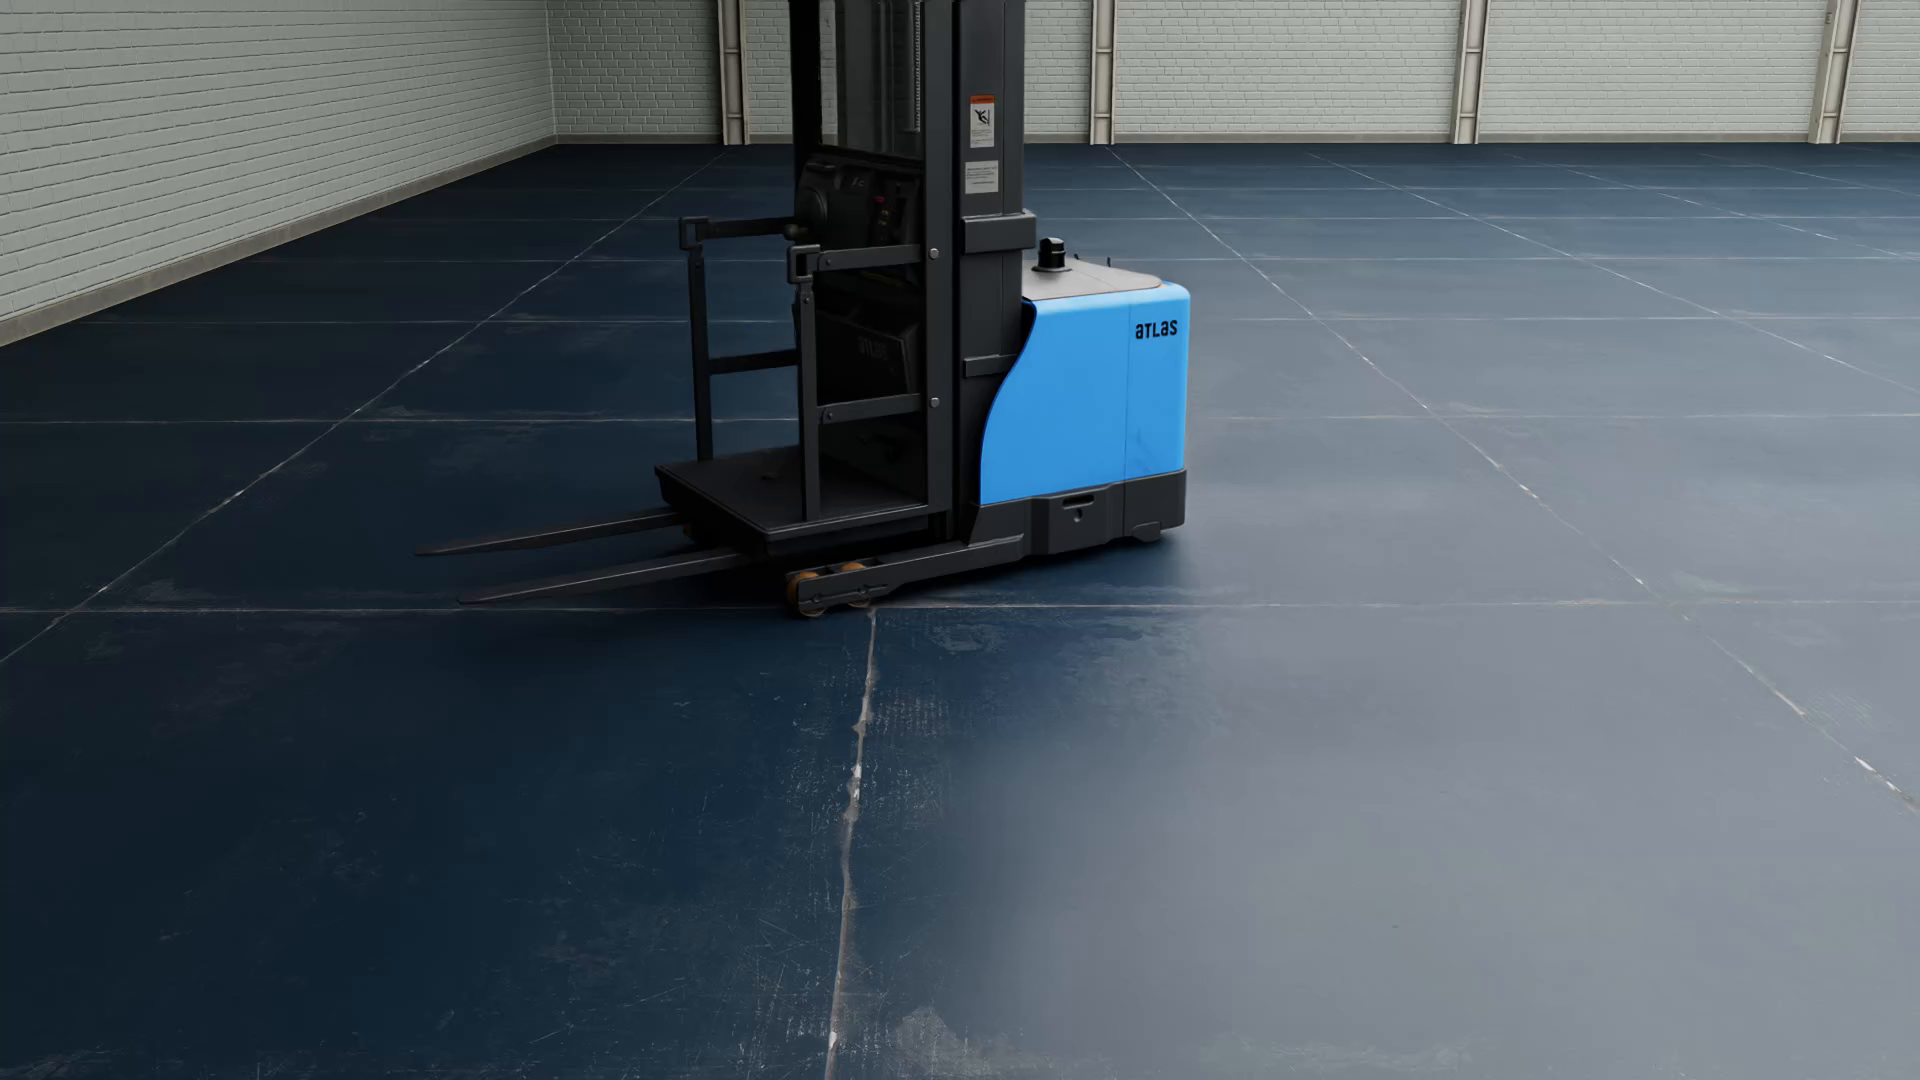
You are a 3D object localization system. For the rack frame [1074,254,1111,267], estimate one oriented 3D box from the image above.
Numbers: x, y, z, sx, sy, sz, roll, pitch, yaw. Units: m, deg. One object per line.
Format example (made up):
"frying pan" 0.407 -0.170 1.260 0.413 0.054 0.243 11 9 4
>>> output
"rack frame" 0.616 -0.824 7.898 0.200 1.050 0.008 13 22 35

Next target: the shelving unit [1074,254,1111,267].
"shelving unit" 0.542 -0.794 7.806 0.215 1.050 0.252 13 22 35

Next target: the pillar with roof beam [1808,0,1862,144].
"pillar with roof beam" 14.395 -9.565 22.133 0.400 9.000 9.100 0 18 -1

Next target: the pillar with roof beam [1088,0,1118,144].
"pillar with roof beam" 2.396 -9.507 21.953 0.400 9.000 9.100 0 18 -1

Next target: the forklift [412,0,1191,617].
"forklift" -0.574 -1.295 6.287 3.031 2.935 1.130 -10 21 -29

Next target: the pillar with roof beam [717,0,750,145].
"pillar with roof beam" -3.603 -9.478 21.863 0.400 9.000 9.100 0 18 -1

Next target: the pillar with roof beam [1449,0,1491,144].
"pillar with roof beam" 8.396 -9.536 22.043 0.400 9.000 9.100 0 18 -1
